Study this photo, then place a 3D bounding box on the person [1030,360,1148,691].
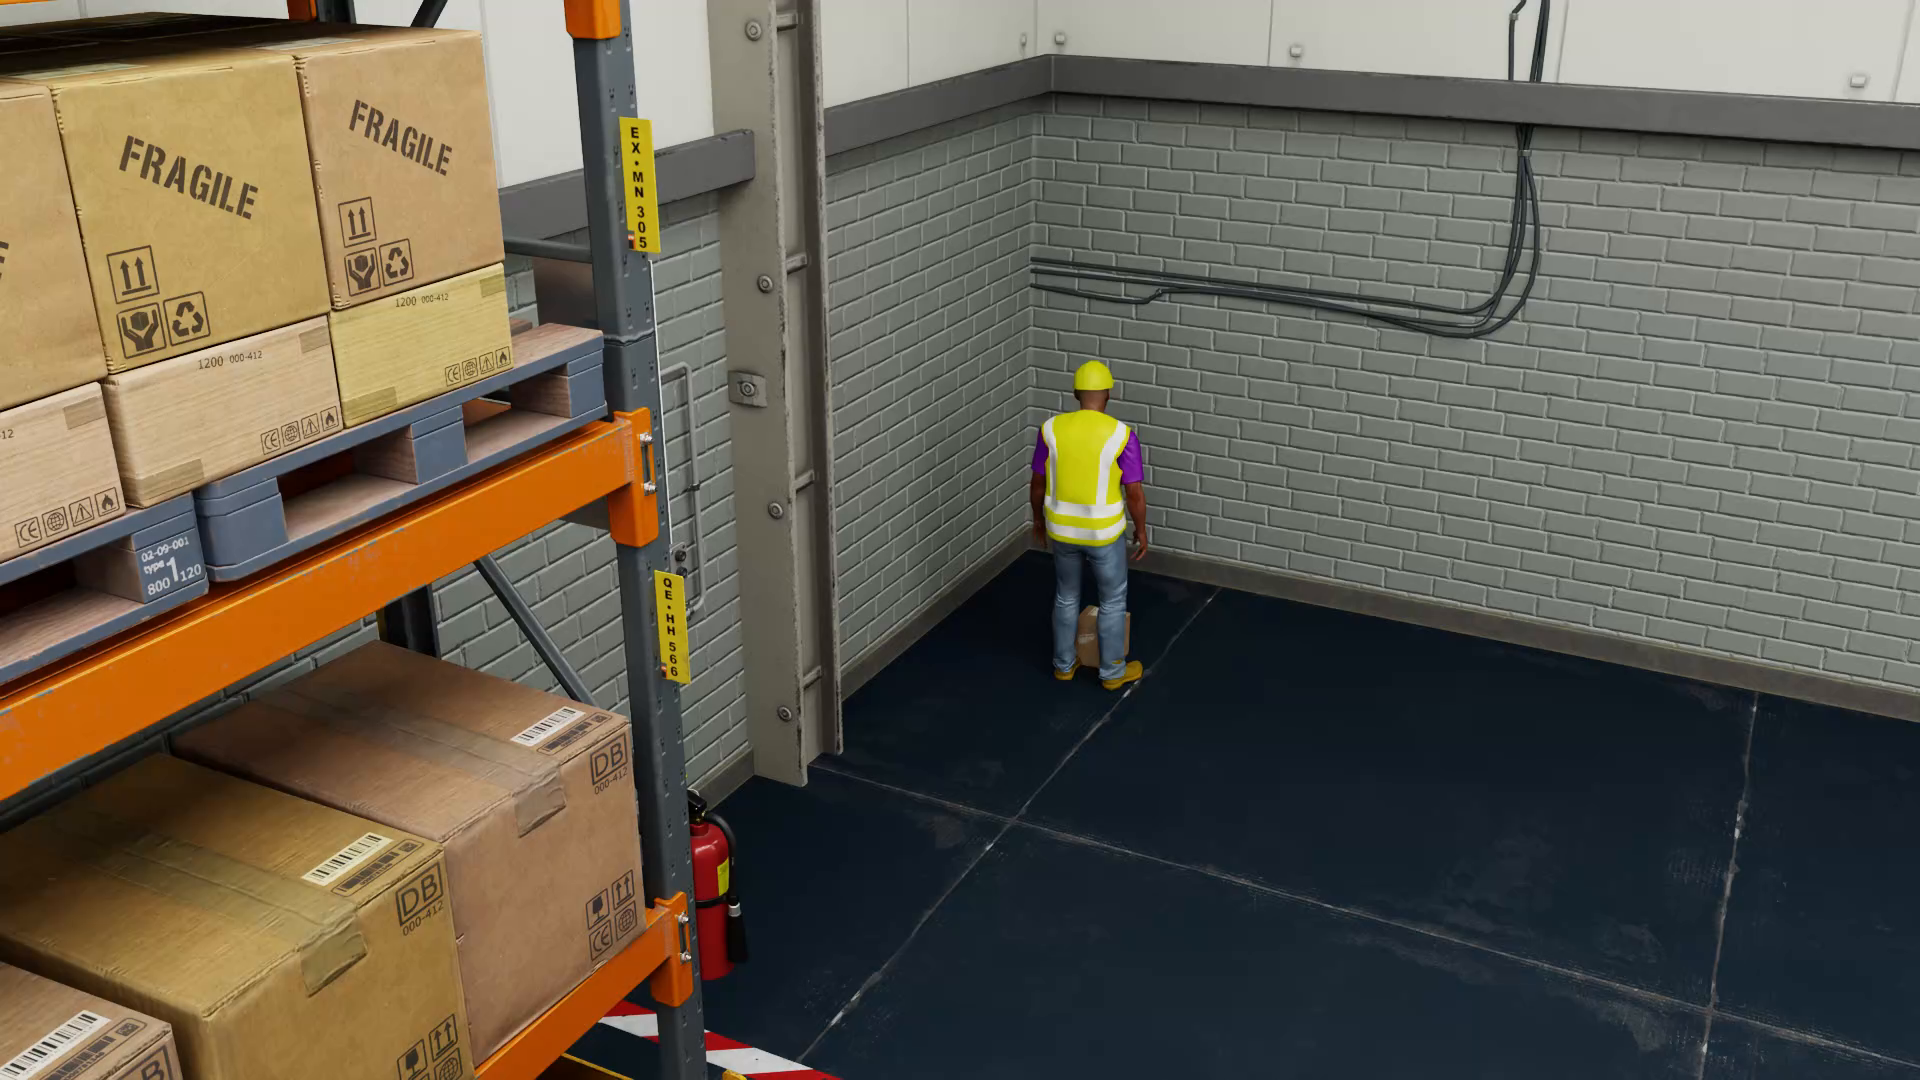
[{"bbox_3d":[0.680,-0.074,8.754,0.633,1.755,0.461,9,24,21],"label":"person"}]
